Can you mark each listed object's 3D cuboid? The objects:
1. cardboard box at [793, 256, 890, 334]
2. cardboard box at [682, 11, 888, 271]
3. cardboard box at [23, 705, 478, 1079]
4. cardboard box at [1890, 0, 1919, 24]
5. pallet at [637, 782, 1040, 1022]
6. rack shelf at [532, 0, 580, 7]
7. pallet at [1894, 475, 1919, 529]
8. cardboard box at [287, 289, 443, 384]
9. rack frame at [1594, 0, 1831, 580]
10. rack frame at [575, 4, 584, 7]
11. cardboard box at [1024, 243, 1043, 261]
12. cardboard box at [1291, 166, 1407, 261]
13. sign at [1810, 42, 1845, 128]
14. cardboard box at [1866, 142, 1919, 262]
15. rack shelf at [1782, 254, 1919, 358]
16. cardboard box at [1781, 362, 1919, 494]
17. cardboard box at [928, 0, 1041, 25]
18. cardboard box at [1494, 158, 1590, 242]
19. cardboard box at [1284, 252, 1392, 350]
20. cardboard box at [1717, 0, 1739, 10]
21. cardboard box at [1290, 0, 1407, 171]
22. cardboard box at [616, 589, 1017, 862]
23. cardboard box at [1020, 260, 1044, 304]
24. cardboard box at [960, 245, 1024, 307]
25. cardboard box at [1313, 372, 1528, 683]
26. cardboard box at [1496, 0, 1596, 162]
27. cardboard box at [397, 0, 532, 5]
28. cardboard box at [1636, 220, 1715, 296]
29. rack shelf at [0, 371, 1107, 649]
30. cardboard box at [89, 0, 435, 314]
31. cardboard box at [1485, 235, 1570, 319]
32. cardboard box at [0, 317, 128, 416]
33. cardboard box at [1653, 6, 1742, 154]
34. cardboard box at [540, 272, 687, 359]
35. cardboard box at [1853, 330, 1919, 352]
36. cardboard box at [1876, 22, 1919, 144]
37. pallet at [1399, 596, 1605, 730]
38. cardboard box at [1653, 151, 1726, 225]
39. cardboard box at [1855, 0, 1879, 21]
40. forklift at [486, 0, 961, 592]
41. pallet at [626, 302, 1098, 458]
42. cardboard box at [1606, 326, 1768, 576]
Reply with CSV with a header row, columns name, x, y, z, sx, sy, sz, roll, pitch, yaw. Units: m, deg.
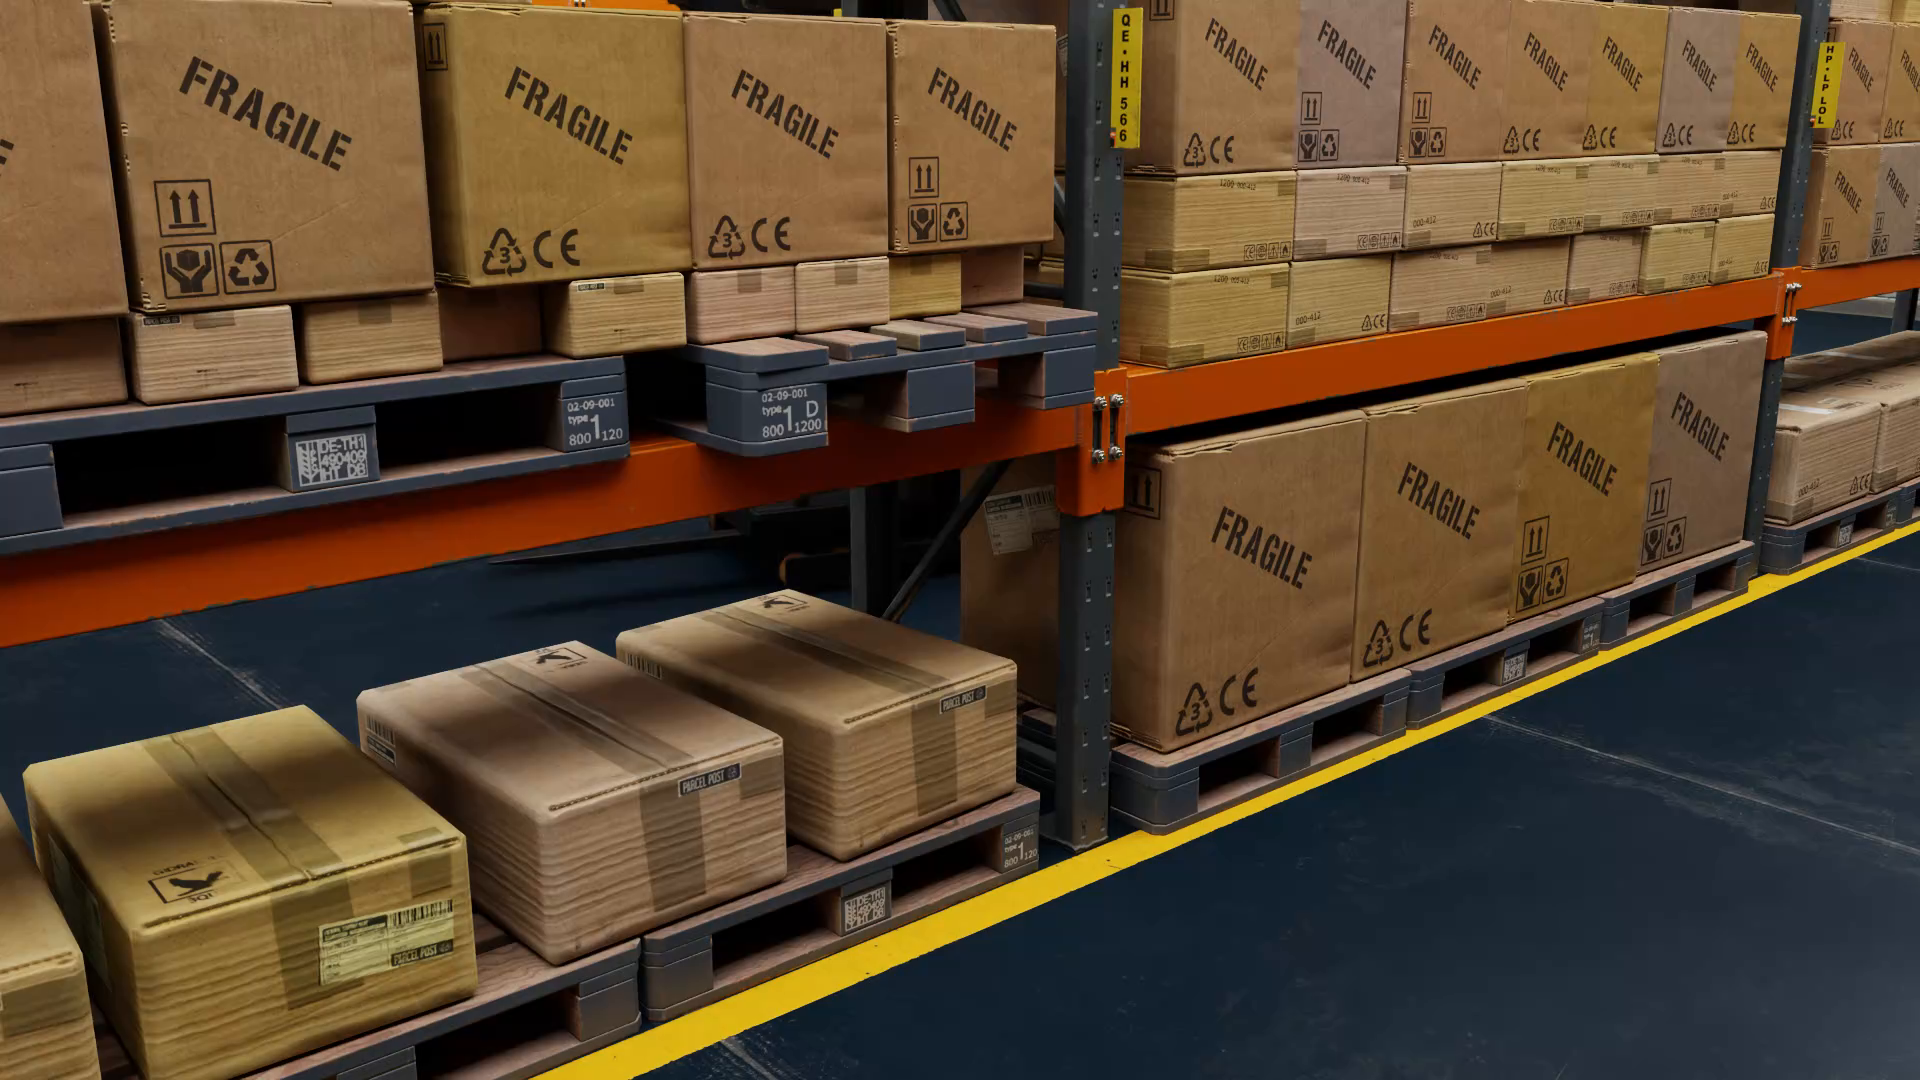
name,x,y,z,sx,sy,sz,roll,pitch,yaw
cardboard box,-0.372,-0.568,3.735,0.250,0.149,0.380,-13,20,-40
cardboard box,-0.507,-0.872,3.619,0.500,0.500,0.500,-13,20,-40
cardboard box,-1.523,0.716,3.535,0.625,0.372,0.950,-12,19,-38
cardboard box,4.038,-2.352,7.354,0.250,0.149,0.380,-13,20,-40
pallet,-0.554,0.781,4.417,1.213,0.211,1.003,-13,19,-39
rack shelf,-4.960,-4.068,12.748,4.000,0.370,1.077,-13,19,-39
pallet,4.600,-0.350,8.651,1.213,0.211,1.003,-13,19,-39
cardboard box,-1.173,-0.401,3.110,0.250,0.149,0.380,-13,20,-41
rack frame,3.054,-1.376,7.088,0.127,3.000,1.000,-13,19,-39
rack frame,-3.451,-3.305,14.311,0.127,3.000,1.000,-13,19,-39
cardboard box,0.235,-0.999,4.999,0.500,0.250,0.500,-13,20,-40
cardboard box,0.972,-0.992,4.975,0.500,0.250,0.500,-12,19,-38
sign,3.418,-1.793,6.560,0.005,0.325,0.100,-13,19,-39
cardboard box,3.962,-1.537,7.498,0.500,0.500,0.500,-12,19,-39
rack shelf,4.563,-1.367,8.450,4.000,0.370,1.077,-13,19,-39
cardboard box,4.273,-0.578,8.253,0.875,0.438,0.875,-13,20,-41
cardboard box,0.255,-1.368,4.928,0.500,0.500,0.500,-13,20,-41
cardboard box,1.747,-1.158,5.594,0.500,0.250,0.500,-12,19,-38
cardboard box,0.947,-0.750,5.036,0.500,0.250,0.500,-13,20,-41
cardboard box,3.348,-2.358,7.378,0.250,0.149,0.380,-12,19,-38
cardboard box,0.937,-1.351,4.866,0.500,0.500,0.500,-13,19,-39
cardboard box,-0.396,0.462,4.485,0.625,0.372,0.950,-14,21,-43
cardboard box,0.248,-0.762,5.081,0.500,0.250,0.500,-14,20,-41
cardboard box,-0.056,-0.678,4.150,0.250,0.149,0.380,-12,19,-37
cardboard box,1.288,-0.126,5.712,0.875,0.875,0.875,-12,19,-39
cardboard box,1.720,-1.521,5.500,0.500,0.500,0.500,-12,19,-38
cardboard box,-1.012,-1.074,3.119,0.250,0.149,0.380,-14,20,-42
cardboard box,2.496,-1.092,6.317,0.500,0.250,0.500,-13,20,-40
rack shelf,-1.472,-0.012,3.376,4.000,0.370,1.077,-13,19,-39
cardboard box,-1.299,-0.694,2.953,0.500,0.500,0.500,-14,20,-42
cardboard box,1.716,-0.922,5.680,0.500,0.250,0.500,-13,19,-39
cardboard box,-1.590,-0.315,2.789,0.250,0.149,0.380,-12,19,-39
cardboard box,2.496,-1.694,6.147,0.500,0.500,0.500,-12,19,-38
cardboard box,-0.765,-0.477,3.397,0.250,0.149,0.380,-12,19,-38
cardboard box,5.639,-0.887,9.410,0.875,0.438,0.875,-14,20,-41
cardboard box,3.957,-2.025,7.388,0.500,0.500,0.500,-13,20,-40
pallet,1.601,0.324,6.126,1.213,0.211,1.003,-13,19,-39
cardboard box,2.509,-1.337,6.264,0.500,0.250,0.500,-12,19,-38
cardboard box,3.645,-2.270,7.048,0.250,0.149,0.380,-12,19,-39
forklift,-0.627,-1.352,7.133,3.031,2.935,1.130,-7,16,-24
pallet,-0.431,-0.464,4.047,1.003,0.211,1.213,-13,19,-39
cardboard box,2.639,-0.432,6.857,0.875,0.875,0.875,-12,19,-38
